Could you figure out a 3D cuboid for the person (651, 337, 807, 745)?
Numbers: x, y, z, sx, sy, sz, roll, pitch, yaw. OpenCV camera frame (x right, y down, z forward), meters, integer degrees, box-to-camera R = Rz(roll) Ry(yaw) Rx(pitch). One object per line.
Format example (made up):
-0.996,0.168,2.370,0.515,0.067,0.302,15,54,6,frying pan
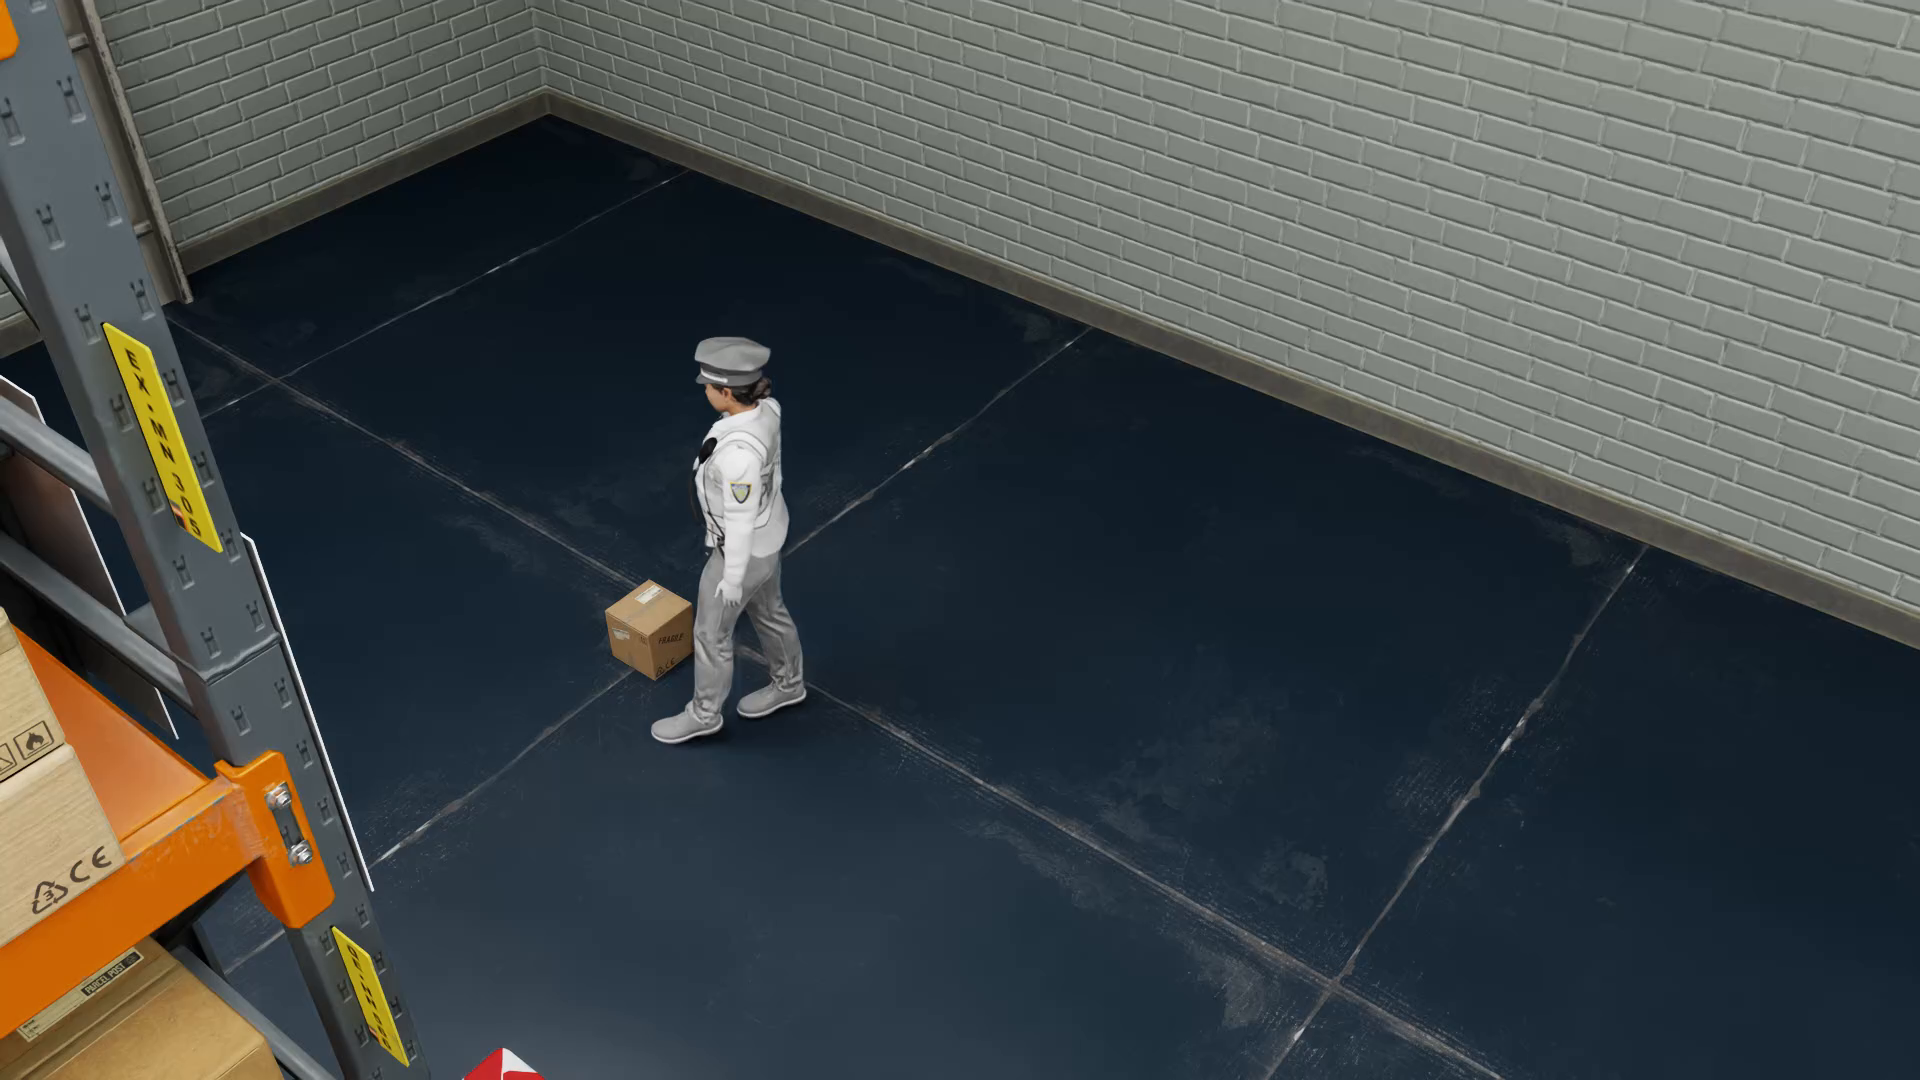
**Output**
-0.908,0.014,6.129,0.580,1.656,0.512,3,39,3,person
